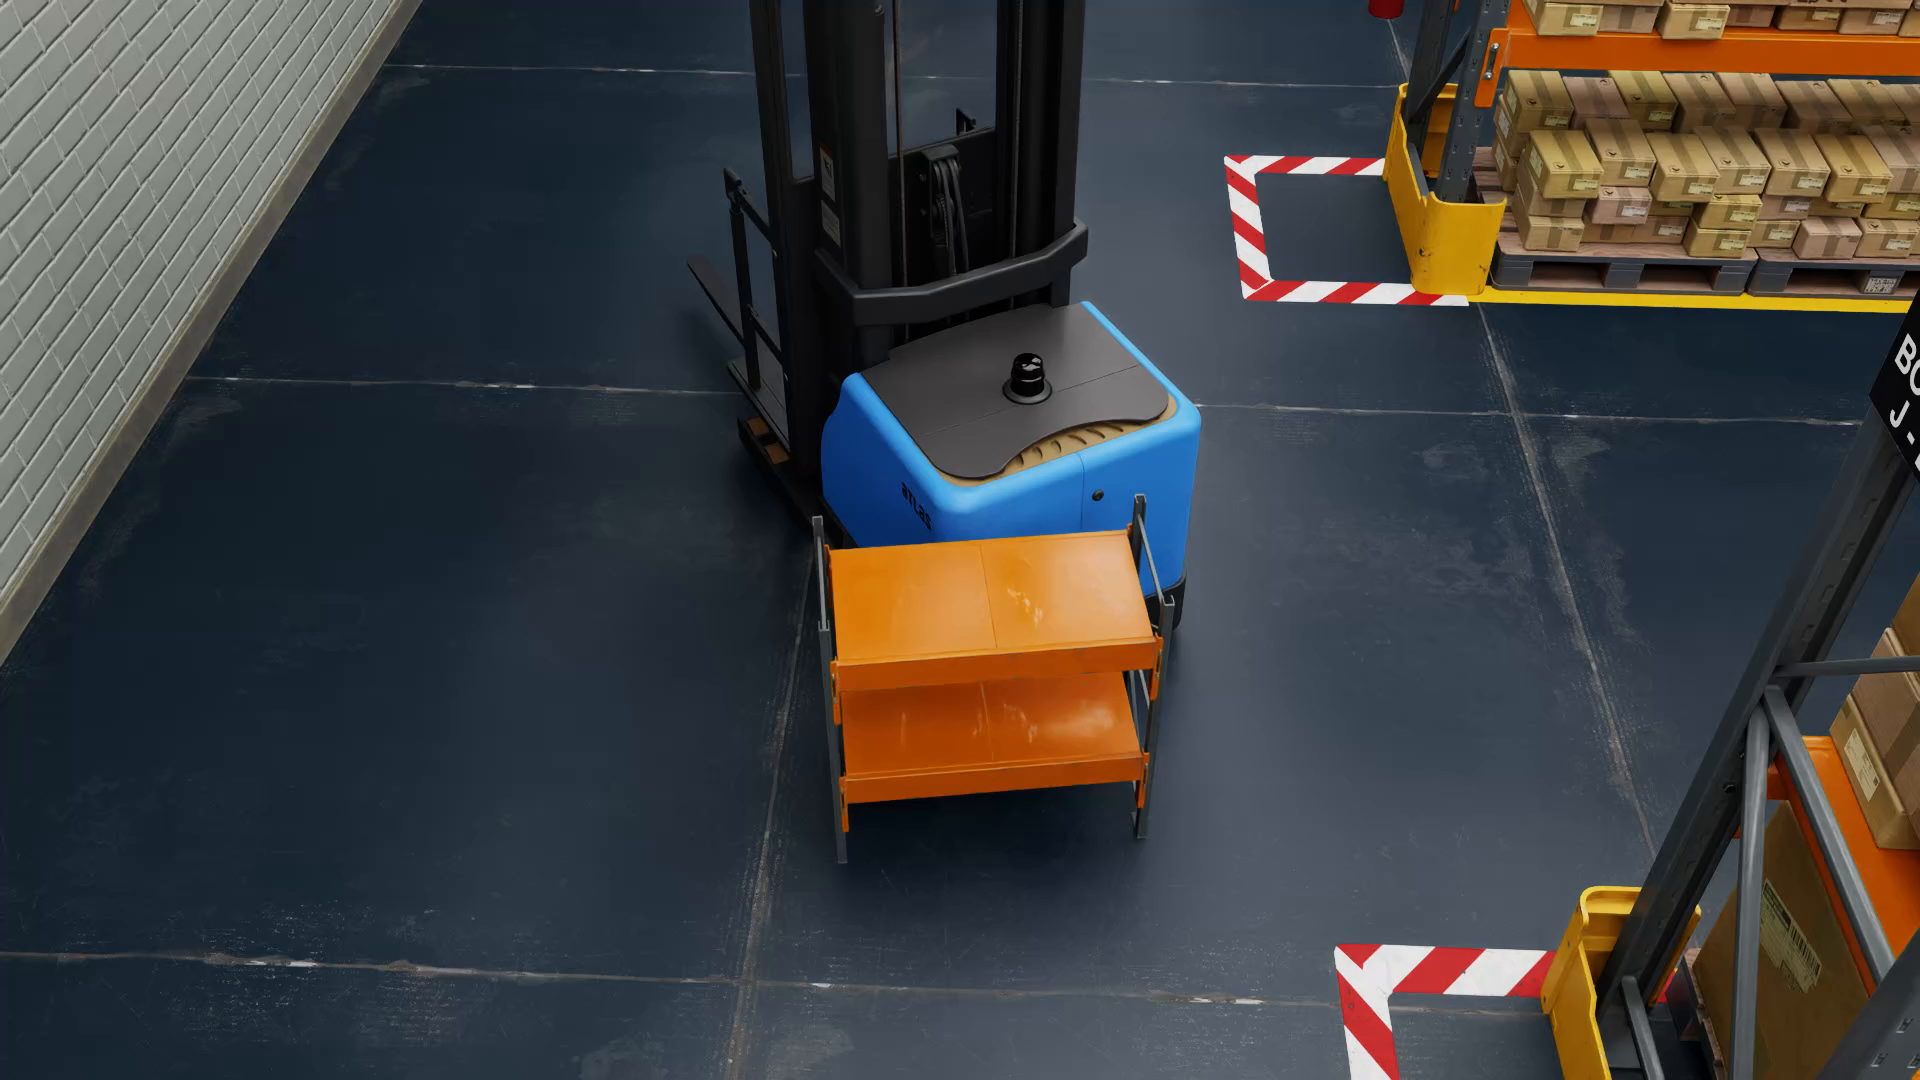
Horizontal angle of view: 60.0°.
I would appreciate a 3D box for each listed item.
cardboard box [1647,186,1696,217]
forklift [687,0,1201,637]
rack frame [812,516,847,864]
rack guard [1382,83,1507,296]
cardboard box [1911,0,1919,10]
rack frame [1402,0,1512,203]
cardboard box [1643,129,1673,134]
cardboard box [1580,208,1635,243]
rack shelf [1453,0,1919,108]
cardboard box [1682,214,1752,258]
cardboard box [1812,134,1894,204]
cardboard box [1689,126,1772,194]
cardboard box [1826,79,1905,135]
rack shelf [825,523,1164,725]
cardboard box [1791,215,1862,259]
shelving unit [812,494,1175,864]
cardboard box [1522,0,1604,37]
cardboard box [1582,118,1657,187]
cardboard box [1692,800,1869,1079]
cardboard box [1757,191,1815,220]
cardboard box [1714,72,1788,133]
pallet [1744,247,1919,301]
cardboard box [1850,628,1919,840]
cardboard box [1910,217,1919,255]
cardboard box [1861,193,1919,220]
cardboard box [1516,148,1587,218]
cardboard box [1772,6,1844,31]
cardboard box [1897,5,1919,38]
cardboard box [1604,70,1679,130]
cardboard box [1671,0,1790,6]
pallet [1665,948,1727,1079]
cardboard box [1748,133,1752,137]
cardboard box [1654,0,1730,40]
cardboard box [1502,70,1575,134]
[{"bbox_3d":[3.347,-1.714,7.954,0.250,0.149,0.380,2,43,2],"label":"cardboard box"},{"bbox_3d":[-0.291,-1.449,6.155,1.130,2.935,3.031,-20,46,-20],"label":"forklift"},{"bbox_3d":[-0.419,0.506,5.382,0.032,1.125,0.500,-4,43,-4],"label":"rack frame"},{"bbox_3d":[2.391,-1.762,8.275,0.348,0.500,1.175,2,43,2],"label":"rack guard"},{"bbox_3d":[4.285,-2.589,7.037,0.500,0.500,0.500,1,43,1],"label":"cardboard box"},{"bbox_3d":[2.315,-2.679,7.426,0.127,3.000,1.000,2,43,2],"label":"rack frame"},{"bbox_3d":[3.375,-2.062,8.328,0.250,0.149,0.380,0,43,0],"label":"cardboard box"},{"bbox_3d":[3.089,-1.604,8.054,0.250,0.149,0.380,2,43,2],"label":"cardboard box"},{"bbox_3d":[4.313,-2.355,7.605,4.000,0.370,1.077,2,43,2],"label":"rack shelf"},{"bbox_3d":[3.588,-1.518,7.962,0.250,0.149,0.380,2,43,2],"label":"cardboard box"},{"bbox_3d":[4.139,-1.733,7.757,0.250,0.149,0.380,2,43,3],"label":"cardboard box"},{"bbox_3d":[3.602,-1.787,7.815,0.250,0.149,0.380,0,43,0],"label":"cardboard box"},{"bbox_3d":[4.416,-2.102,8.153,0.250,0.149,0.380,2,43,2],"label":"cardboard box"},{"bbox_3d":[0.087,0.256,5.220,1.000,0.278,0.538,-4,43,-4],"label":"rack shelf"},{"bbox_3d":[4.092,-1.508,7.952,0.250,0.149,0.380,0,43,0],"label":"cardboard box"},{"bbox_3d":[0.087,0.471,5.420,1.048,1.125,0.538,-4,43,-4],"label":"shelving unit"},{"bbox_3d":[2.624,-2.354,7.261,0.250,0.149,0.380,1,43,2],"label":"cardboard box"},{"bbox_3d":[3.104,-1.834,7.865,0.250,0.149,0.380,2,43,3],"label":"cardboard box"},{"bbox_3d":[2.634,1.284,4.422,0.875,0.875,0.875,2,43,2],"label":"cardboard box"},{"bbox_3d":[3.867,-1.688,7.927,0.250,0.149,0.380,0,43,0],"label":"cardboard box"},{"bbox_3d":[3.895,-2.174,8.230,0.250,0.149,0.380,3,43,3],"label":"cardboard box"},{"bbox_3d":[4.417,-1.568,8.279,1.213,0.211,1.003,2,43,2],"label":"pallet"},{"bbox_3d":[2.487,0.475,3.931,0.500,0.250,0.500,1,43,1],"label":"cardboard box"},{"bbox_3d":[4.613,-1.533,7.978,0.250,0.149,0.380,3,43,3],"label":"cardboard box"},{"bbox_3d":[4.410,-1.693,7.932,0.250,0.149,0.380,4,43,4],"label":"cardboard box"},{"bbox_3d":[2.827,-1.708,7.948,0.250,0.149,0.380,3,43,4],"label":"cardboard box"},{"bbox_3d":[3.682,-2.390,7.300,0.250,0.149,0.380,1,43,1],"label":"cardboard box"},{"bbox_3d":[4.185,-2.341,7.247,0.250,0.149,0.380,3,43,3],"label":"cardboard box"},{"bbox_3d":[3.368,-2.196,8.253,0.250,0.149,0.380,1,43,1],"label":"cardboard box"},{"bbox_3d":[3.287,-2.624,7.074,0.500,0.500,0.500,2,43,2],"label":"cardboard box"},{"bbox_3d":[2.793,1.687,4.785,1.213,0.211,1.003,2,43,2],"label":"pallet"},{"bbox_3d":[3.892,-2.055,8.321,0.250,0.149,0.380,2,43,3],"label":"cardboard box"},{"bbox_3d":[3.146,-2.330,7.235,0.250,0.149,0.380,1,43,1],"label":"cardboard box"},{"bbox_3d":[2.855,-2.164,8.219,0.250,0.149,0.380,2,43,2],"label":"cardboard box"}]
